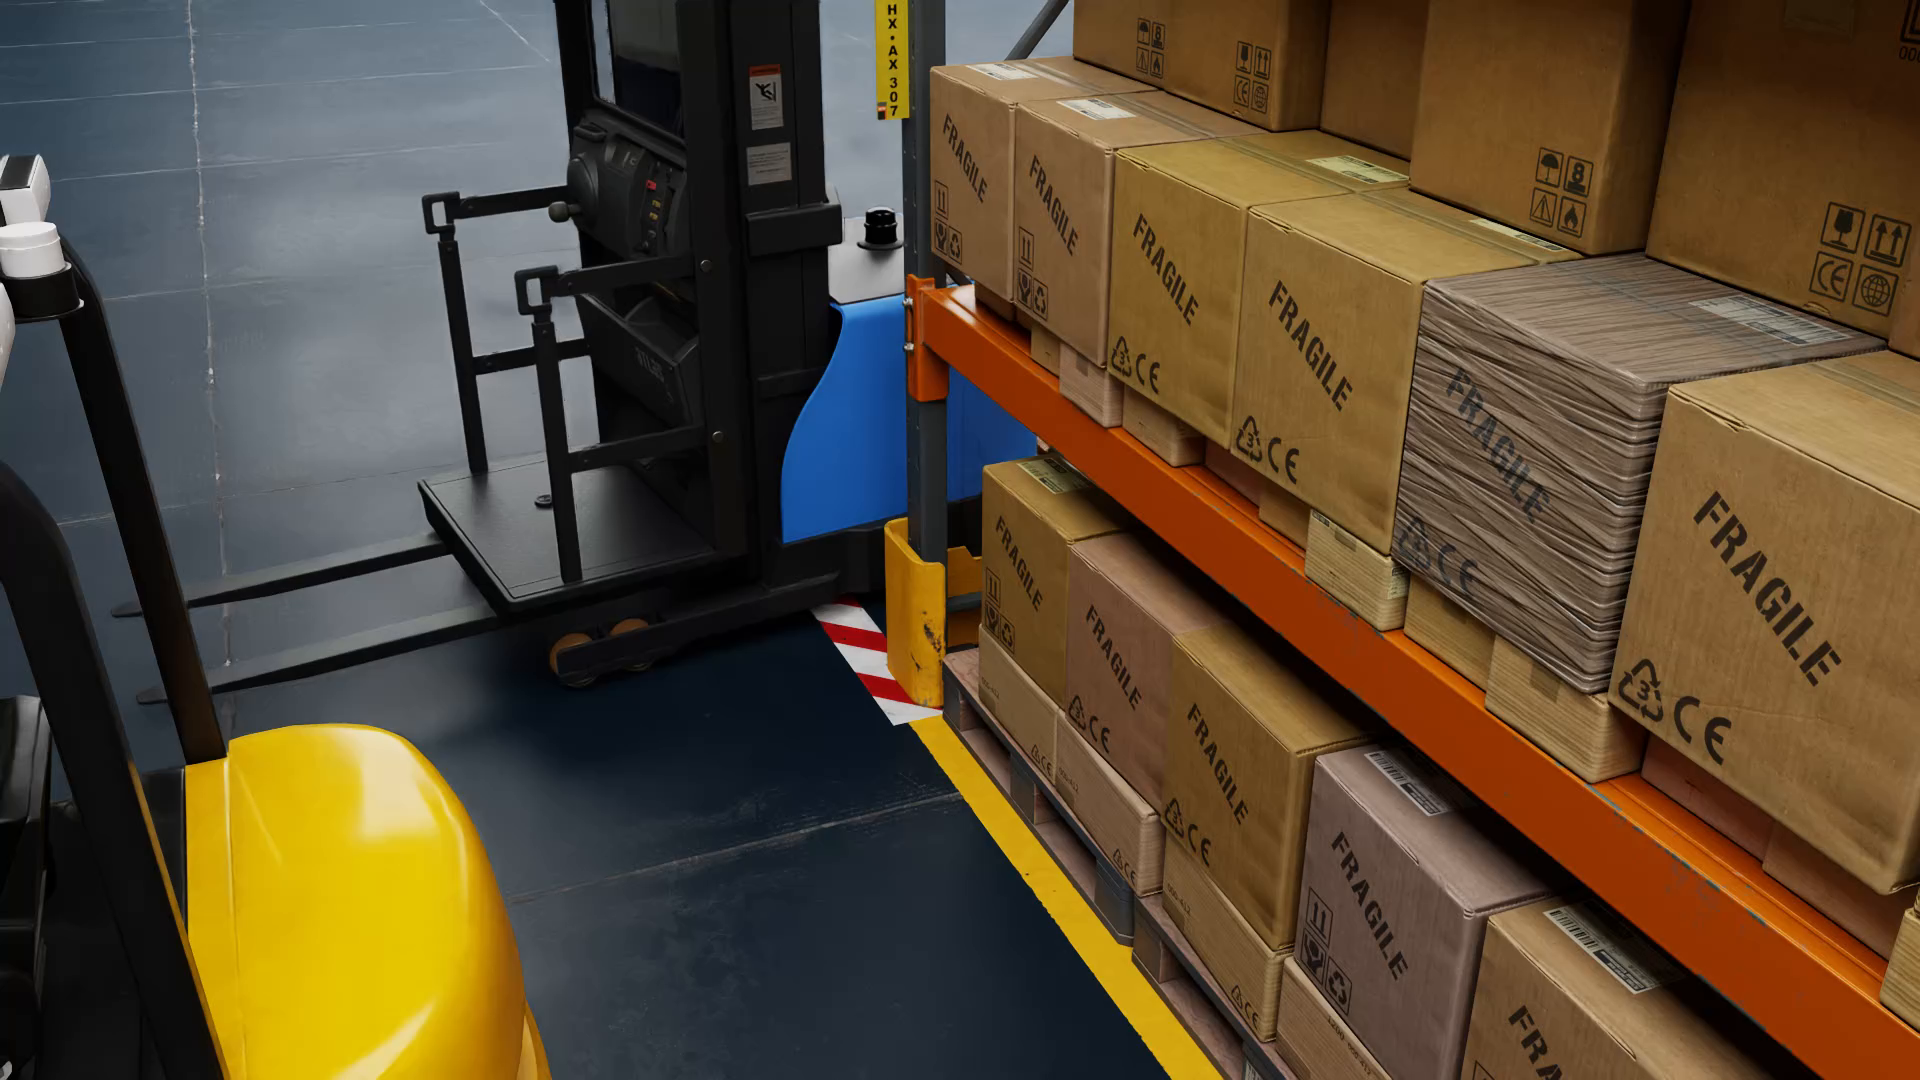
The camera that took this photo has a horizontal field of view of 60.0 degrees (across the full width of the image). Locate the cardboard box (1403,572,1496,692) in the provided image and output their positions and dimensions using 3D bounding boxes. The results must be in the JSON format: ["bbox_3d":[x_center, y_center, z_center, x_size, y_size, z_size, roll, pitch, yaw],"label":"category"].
[{"bbox_3d":[1.005,0.116,2.880,0.380,0.149,0.250,-11,28,-22],"label":"cardboard box"}]

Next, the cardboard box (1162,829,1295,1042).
[{"bbox_3d":[0.798,0.829,3.788,0.500,0.250,0.500,-9,27,-17],"label":"cardboard box"}]

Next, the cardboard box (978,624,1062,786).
[{"bbox_3d":[0.380,0.404,4.660,0.500,0.250,0.500,-11,28,-21],"label":"cardboard box"}]

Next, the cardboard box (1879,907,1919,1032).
[{"bbox_3d":[1.374,0.534,2.023,0.380,0.149,0.250,-10,28,-19],"label":"cardboard box"}]

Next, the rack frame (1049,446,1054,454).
[{"bbox_3d":[0.435,-0.552,6.012,0.240,1.200,0.006,-11,28,-22],"label":"rack frame"}]

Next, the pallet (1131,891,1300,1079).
[{"bbox_3d":[1.107,1.093,3.770,1.003,0.211,1.213,-11,28,-21],"label":"pallet"}]

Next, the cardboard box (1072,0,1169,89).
[{"bbox_3d":[0.719,-1.476,4.261,0.700,0.500,0.500,-11,28,-22],"label":"cardboard box"}]

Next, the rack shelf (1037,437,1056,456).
[{"bbox_3d":[0.397,-0.333,6.212,0.258,0.103,0.180,-11,28,-22],"label":"rack shelf"}]

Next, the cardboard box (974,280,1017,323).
[{"bbox_3d":[0.261,-0.731,4.614,0.380,0.149,0.250,-10,28,-20],"label":"cardboard box"}]

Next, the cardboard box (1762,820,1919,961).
[{"bbox_3d":[1.344,0.416,2.266,0.380,0.149,0.250,-10,28,-20],"label":"cardboard box"}]

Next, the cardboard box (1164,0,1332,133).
[{"bbox_3d":[0.910,-1.270,3.840,0.700,0.500,0.500,-10,28,-20],"label":"cardboard box"}]

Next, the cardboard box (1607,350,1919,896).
[{"bbox_3d":[1.274,0.077,2.221,0.500,0.500,0.500,-10,28,-19],"label":"cardboard box"}]

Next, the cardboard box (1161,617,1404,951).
[{"bbox_3d":[0.787,0.490,3.627,0.500,0.500,0.500,-10,28,-20],"label":"cardboard box"}]

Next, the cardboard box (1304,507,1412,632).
[{"bbox_3d":[0.871,0.018,3.080,0.380,0.149,0.250,-10,28,-20],"label":"cardboard box"}]

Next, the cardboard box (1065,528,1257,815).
[{"bbox_3d":[0.598,0.287,4.045,0.500,0.500,0.500,-12,28,-23],"label":"cardboard box"}]

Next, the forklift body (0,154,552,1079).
[{"bbox_3d":[-1.826,0.672,2.423,2.313,2.155,1.214,-11,28,-21],"label":"forklift body"}]

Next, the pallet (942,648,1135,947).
[{"bbox_3d":[0.634,0.601,4.778,1.003,0.211,1.213,-11,28,-21],"label":"pallet"}]

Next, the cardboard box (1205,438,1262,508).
[{"bbox_3d":[0.750,-0.205,3.537,0.380,0.149,0.250,-10,28,-19],"label":"cardboard box"}]

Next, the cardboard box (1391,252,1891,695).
[{"bbox_3d":[1.067,-0.132,2.649,0.500,0.500,0.500,-10,28,-19],"label":"cardboard box"}]

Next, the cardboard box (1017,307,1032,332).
[{"bbox_3d":[0.373,-0.631,4.410,0.380,0.149,0.250,-10,28,-20],"label":"cardboard box"}]

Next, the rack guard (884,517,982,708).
[{"bbox_3d":[0.348,0.138,5.398,1.175,0.500,0.348,-11,28,-21],"label":"rack guard"}]

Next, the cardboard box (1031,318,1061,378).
[{"bbox_3d":[0.402,-0.510,4.162,0.380,0.149,0.250,-12,28,-22],"label":"cardboard box"}]

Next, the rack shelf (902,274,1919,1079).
[{"bbox_3d":[1.101,0.114,3.417,1.077,0.370,4.000,-11,28,-21],"label":"rack shelf"}]

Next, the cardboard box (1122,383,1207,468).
[{"bbox_3d":[0.591,-0.301,3.734,0.380,0.149,0.250,-10,28,-19],"label":"cardboard box"}]

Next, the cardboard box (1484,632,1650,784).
[{"bbox_3d":[1.077,0.224,2.658,0.380,0.149,0.250,-11,28,-21],"label":"cardboard box"}]

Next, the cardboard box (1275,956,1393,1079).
[{"bbox_3d":[0.993,1.034,3.370,0.500,0.250,0.500,-10,28,-20],"label":"cardboard box"}]

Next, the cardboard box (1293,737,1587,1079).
[{"bbox_3d":[1.004,0.705,3.188,0.500,0.500,0.500,-9,27,-18],"label":"cardboard box"}]

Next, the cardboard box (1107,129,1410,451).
[{"bbox_3d":[0.655,-0.542,3.488,0.500,0.500,0.500,-11,28,-22],"label":"cardboard box"}]

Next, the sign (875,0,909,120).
[{"bbox_3d":[-0.181,-1.312,4.532,0.100,0.325,0.005,-11,28,-21],"label":"sign"}]

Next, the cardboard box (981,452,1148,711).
[{"bbox_3d":[0.389,0.076,4.476,0.500,0.500,0.500,-12,28,-22],"label":"cardboard box"}]

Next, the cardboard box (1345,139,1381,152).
[{"bbox_3d":[1.169,-0.618,3.643,0.500,0.500,0.500,-11,28,-21],"label":"cardboard box"}]

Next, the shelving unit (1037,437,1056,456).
[{"bbox_3d":[0.397,-0.589,6.087,0.258,1.200,0.189,-11,28,-22],"label":"shelving unit"}]

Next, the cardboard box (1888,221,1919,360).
[{"bbox_3d":[1.732,-0.454,2.169,0.700,0.500,0.500,-10,28,-20],"label":"cardboard box"}]

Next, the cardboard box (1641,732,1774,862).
[{"bbox_3d":[1.259,0.313,2.477,0.380,0.149,0.250,-11,28,-21],"label":"cardboard box"}]

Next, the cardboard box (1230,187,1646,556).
[{"bbox_3d":[0.862,-0.338,3.071,0.500,0.500,0.500,-11,28,-22],"label":"cardboard box"}]

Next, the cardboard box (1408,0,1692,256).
[{"bbox_3d":[1.272,-0.856,2.993,0.700,0.500,0.500,-11,28,-21],"label":"cardboard box"}]

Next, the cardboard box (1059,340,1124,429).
[{"bbox_3d":[0.459,-0.400,3.937,0.380,0.149,0.250,-10,28,-20],"label":"cardboard box"}]

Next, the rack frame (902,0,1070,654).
[{"bbox_3d":[0.318,-1.016,4.913,1.000,3.000,0.127,-11,28,-21],"label":"rack frame"}]

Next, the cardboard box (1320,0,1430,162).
[{"bbox_3d":[1.205,-1.082,3.454,0.700,0.500,0.500,-11,28,-21],"label":"cardboard box"}]

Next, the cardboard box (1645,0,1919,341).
[{"bbox_3d":[1.560,-0.662,2.594,0.700,0.500,0.500,-11,28,-22],"label":"cardboard box"}]

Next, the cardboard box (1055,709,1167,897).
[{"bbox_3d":[0.573,0.611,4.235,0.500,0.250,0.500,-10,28,-19],"label":"cardboard box"}]

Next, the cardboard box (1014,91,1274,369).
[{"bbox_3d":[0.454,-0.747,3.909,0.500,0.500,0.500,-10,28,-19],"label":"cardboard box"}]

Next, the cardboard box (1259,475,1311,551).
[{"bbox_3d":[0.826,-0.093,3.309,0.380,0.149,0.250,-11,28,-22],"label":"cardboard box"}]

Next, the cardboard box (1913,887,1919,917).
[{"bbox_3d":[1.482,0.283,1.798,0.500,0.500,0.500,-11,28,-22],"label":"cardboard box"}]

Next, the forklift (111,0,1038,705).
[{"bbox_3d":[-1.235,-1.114,5.192,3.031,2.935,1.130,-15,30,-28],"label":"forklift"}]

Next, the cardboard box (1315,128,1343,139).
[{"bbox_3d":[0.976,-0.820,4.058,0.500,0.500,0.500,-11,28,-20],"label":"cardboard box"}]

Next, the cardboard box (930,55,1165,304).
[{"bbox_3d":[0.248,-0.956,4.336,0.500,0.500,0.500,-11,28,-21],"label":"cardboard box"}]

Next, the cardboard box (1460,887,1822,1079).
[{"bbox_3d":[1.205,0.911,2.767,0.500,0.500,0.500,-10,28,-20],"label":"cardboard box"}]
